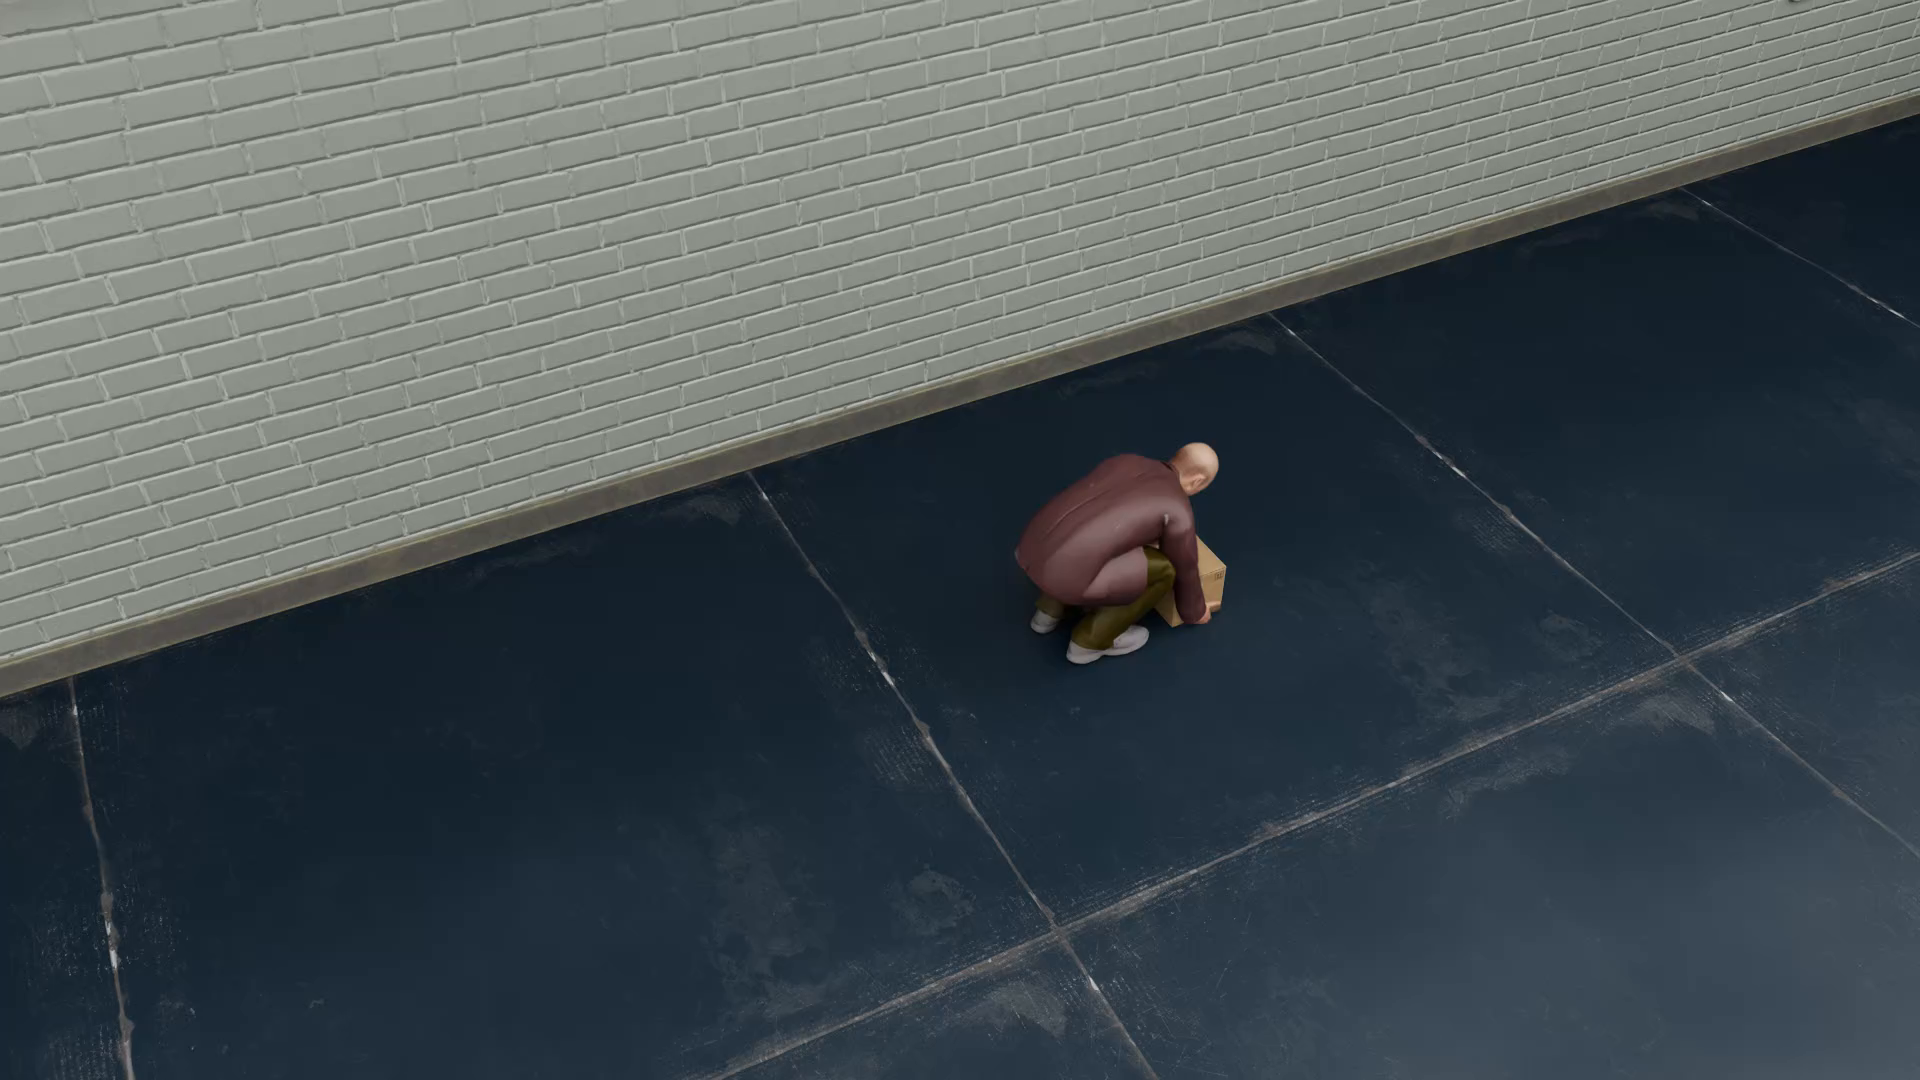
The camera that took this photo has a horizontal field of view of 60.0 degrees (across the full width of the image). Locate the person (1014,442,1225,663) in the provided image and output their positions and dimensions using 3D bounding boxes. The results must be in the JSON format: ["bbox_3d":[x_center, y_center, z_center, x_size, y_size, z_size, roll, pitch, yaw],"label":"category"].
[{"bbox_3d":[0.661,-0.001,6.816,0.948,0.944,0.591,-21,45,-22],"label":"person"}]
